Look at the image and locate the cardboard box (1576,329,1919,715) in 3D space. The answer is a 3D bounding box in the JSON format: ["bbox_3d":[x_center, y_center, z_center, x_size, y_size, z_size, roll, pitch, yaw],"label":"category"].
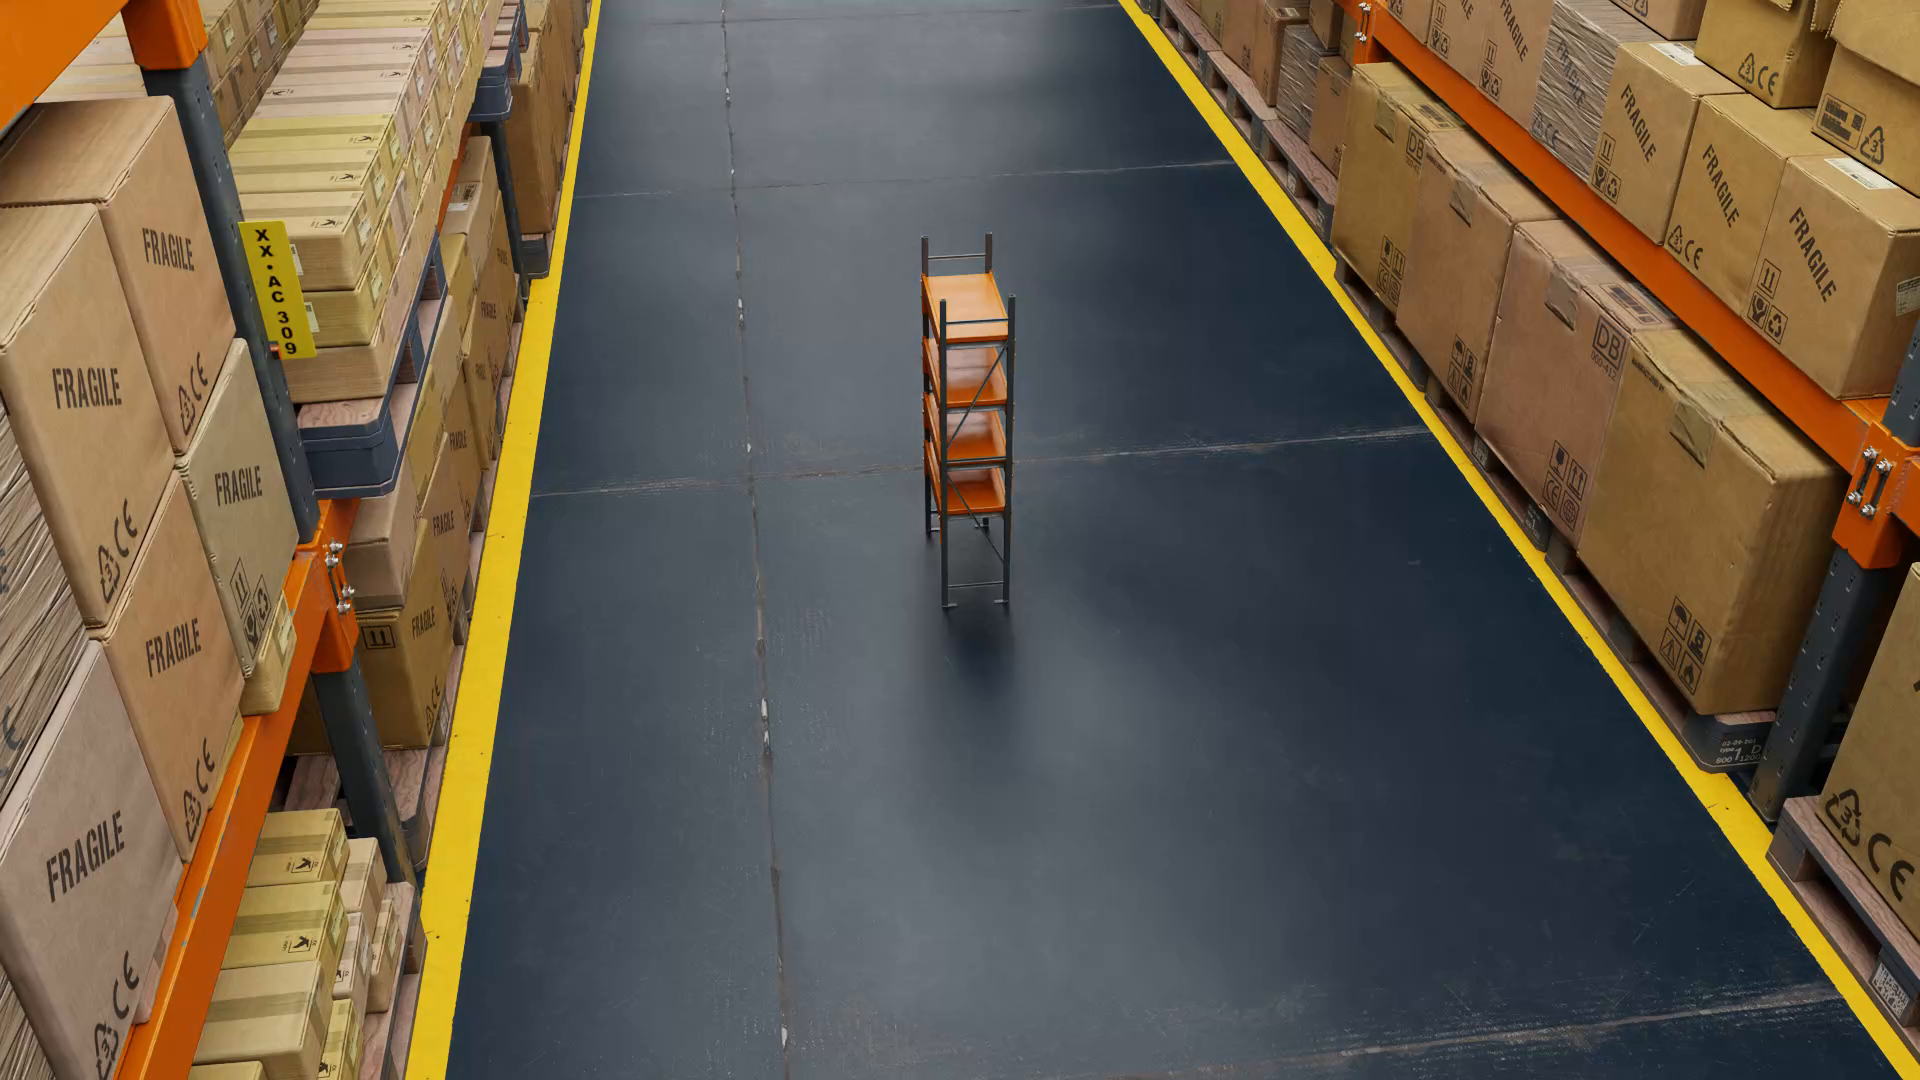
[{"bbox_3d":[2.803,-0.107,5.257,1.225,0.875,0.875,-4,35,-6],"label":"cardboard box"}]

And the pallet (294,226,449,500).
[{"bbox_3d":[-1.978,-0.494,4.482,1.003,0.211,1.213,-4,35,-6],"label":"pallet"}]

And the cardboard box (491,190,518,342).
[{"bbox_3d":[-2.210,-1.162,7.138,0.500,0.500,0.500,-5,35,-7],"label":"cardboard box"}]

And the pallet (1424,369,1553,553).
[{"bbox_3d":[2.563,-0.410,6.665,1.003,0.211,1.213,-4,35,-6],"label":"pallet"}]

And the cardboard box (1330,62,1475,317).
[{"bbox_3d":[2.443,-1.596,7.443,1.225,0.875,0.875,-6,35,-9],"label":"cardboard box"}]

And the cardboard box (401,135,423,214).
[{"bbox_3d":[-1.724,-1.017,4.665,0.380,0.149,0.250,-6,35,-8],"label":"cardboard box"}]

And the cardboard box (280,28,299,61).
[{"bbox_3d":[-2.587,-1.722,5.964,0.380,0.149,0.250,-3,34,-4],"label":"cardboard box"}]

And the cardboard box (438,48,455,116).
[{"bbox_3d":[-1.829,-1.456,5.309,0.380,0.149,0.250,-5,35,-7],"label":"cardboard box"}]

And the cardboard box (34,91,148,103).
[{"bbox_3d":[-2.372,-1.102,4.525,0.380,0.149,0.250,-4,35,-7],"label":"cardboard box"}]

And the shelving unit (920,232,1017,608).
[{"bbox_3d":[0.022,-0.403,5.777,0.258,1.200,0.503,-4,35,-6],"label":"shelving unit"}]

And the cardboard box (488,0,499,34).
[{"bbox_3d":[-2.004,-2.059,6.458,0.380,0.149,0.250,-4,35,-7],"label":"cardboard box"}]

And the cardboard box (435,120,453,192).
[{"bbox_3d":[-1.798,-1.189,5.181,0.380,0.149,0.250,-5,35,-7],"label":"cardboard box"}]

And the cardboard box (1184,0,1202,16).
[{"bbox_3d":[1.894,-3.724,10.880,0.700,0.500,0.500,-7,35,-10],"label":"cardboard box"}]

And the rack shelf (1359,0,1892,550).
[{"bbox_3d":[2.640,-1.274,6.095,1.077,0.370,4.000,-4,35,-6],"label":"rack shelf"}]

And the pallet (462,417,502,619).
[{"bbox_3d":[-2.293,-0.101,6.210,1.003,0.211,1.213,-4,35,-6],"label":"pallet"}]

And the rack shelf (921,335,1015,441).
[{"bbox_3d":[0.022,-0.533,5.688,0.258,0.148,0.480,-4,35,-6],"label":"rack shelf"}]

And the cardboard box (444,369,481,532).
[{"bbox_3d":[-2.013,-0.296,5.867,0.500,0.500,0.500,-4,34,-6],"label":"cardboard box"}]

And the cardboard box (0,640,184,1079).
[{"bbox_3d":[-1.540,0.516,2.477,0.500,0.500,0.500,-5,35,-7],"label":"cardboard box"}]

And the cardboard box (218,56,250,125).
[{"bbox_3d":[-2.477,-1.407,5.237,0.380,0.149,0.250,-3,34,-5],"label":"cardboard box"}]

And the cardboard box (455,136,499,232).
[{"bbox_3d":[-2.206,-1.457,6.905,0.500,0.250,0.500,-5,35,-8],"label":"cardboard box"}]

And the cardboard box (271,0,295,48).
[{"bbox_3d":[-2.579,-1.835,5.866,0.380,0.149,0.250,-4,35,-6],"label":"cardboard box"}]

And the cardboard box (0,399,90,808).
[{"bbox_3d":[-1.559,0.103,2.195,0.500,0.500,0.500,-4,34,-5],"label":"cardboard box"}]

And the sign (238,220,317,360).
[{"bbox_3d":[-1.483,-0.539,3.609,0.100,0.325,0.005,-4,35,-6],"label":"sign"}]

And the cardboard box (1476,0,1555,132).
[{"bbox_3d":[2.311,-1.864,6.233,0.500,0.500,0.500,-5,35,-7],"label":"cardboard box"}]

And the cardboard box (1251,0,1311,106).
[{"bbox_3d":[2.091,-2.833,9.573,0.700,0.500,0.500,-2,34,-2],"label":"cardboard box"}]

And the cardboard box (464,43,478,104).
[{"bbox_3d":[-1.901,-1.626,5.823,0.380,0.149,0.250,-6,35,-8],"label":"cardboard box"}]

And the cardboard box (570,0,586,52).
[{"bbox_3d":[-2.923,-3.505,10.354,1.050,0.750,0.750,-5,35,-7],"label":"cardboard box"}]

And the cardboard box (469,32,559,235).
[{"bbox_3d":[-2.550,-1.959,8.086,1.050,0.750,0.750,-5,35,-7],"label":"cardboard box"}]

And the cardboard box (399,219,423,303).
[{"bbox_3d":[-1.690,-0.755,4.544,0.380,0.149,0.250,-4,34,-6],"label":"cardboard box"}]

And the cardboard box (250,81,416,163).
[{"bbox_3d":[-1.723,-1.144,4.587,0.380,0.149,0.250,-5,35,-7],"label":"cardboard box"}]

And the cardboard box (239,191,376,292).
[{"bbox_3d":[-1.617,-0.706,3.945,0.380,0.149,0.250,-3,34,-4],"label":"cardboard box"}]

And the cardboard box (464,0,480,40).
[{"bbox_3d":[-1.931,-1.885,5.938,0.380,0.149,0.250,-4,35,-6],"label":"cardboard box"}]

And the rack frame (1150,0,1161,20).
[{"bbox_3d":[1.833,-4.920,10.806,1.000,3.000,0.127,-4,35,-6],"label":"rack frame"}]

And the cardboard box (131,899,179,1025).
[{"bbox_3d":[-1.553,0.693,2.792,0.380,0.149,0.250,-6,35,-8],"label":"cardboard box"}]

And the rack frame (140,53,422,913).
[{"bbox_3d":[-2.019,-0.136,3.786,1.000,3.000,0.127,-4,35,-6],"label":"rack frame"}]

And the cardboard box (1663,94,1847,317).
[{"bbox_3d":[2.516,-1.014,4.985,0.500,0.500,0.500,-3,34,-5],"label":"cardboard box"}]

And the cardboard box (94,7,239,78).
[{"bbox_3d":[-2.479,-1.539,5.166,0.380,0.149,0.250,-5,35,-7],"label":"cardboard box"}]

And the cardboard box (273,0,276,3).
[{"bbox_3d":[-2.585,-1.977,5.809,0.380,0.149,0.250,-6,35,-8],"label":"cardboard box"}]

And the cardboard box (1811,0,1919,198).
[{"bbox_3d":[2.815,-1.267,4.466,0.797,0.503,0.637,-5,35,-8],"label":"cardboard box"}]

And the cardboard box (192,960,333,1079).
[{"bbox_3d":[-1.599,1.079,3.633,0.380,0.149,0.250,-5,35,-7],"label":"cardboard box"}]

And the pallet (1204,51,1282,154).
[{"bbox_3d":[2.107,-2.651,9.952,1.003,0.211,1.213,-4,35,-6],"label":"pallet"}]

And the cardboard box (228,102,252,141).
[{"bbox_3d":[-2.483,-1.288,5.327,0.380,0.149,0.250,-5,35,-8],"label":"cardboard box"}]

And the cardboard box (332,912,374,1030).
[{"bbox_3d":[-1.613,1.047,3.944,0.380,0.149,0.250,-6,35,-9],"label":"cardboard box"}]

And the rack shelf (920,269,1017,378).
[{"bbox_3d":[0.022,-0.728,5.555,0.258,0.148,0.480,-4,35,-6],"label":"rack shelf"}]

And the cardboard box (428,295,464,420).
[{"bbox_3d":[-1.995,-0.601,5.649,0.500,0.250,0.500,-3,34,-5],"label":"cardboard box"}]

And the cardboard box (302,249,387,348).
[{"bbox_3d":[-1.617,-0.584,4.029,0.380,0.149,0.250,-4,34,-6],"label":"cardboard box"}]

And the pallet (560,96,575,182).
[{"bbox_3d":[-2.750,-2.341,9.498,1.003,0.211,1.213,-4,35,-6],"label":"pallet"}]

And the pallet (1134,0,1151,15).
[{"bbox_3d":[1.708,-4.140,12.137,1.003,0.211,1.213,-4,35,-6],"label":"pallet"}]

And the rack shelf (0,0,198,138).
[{"bbox_3d":[-1.750,0.038,1.506,1.077,0.370,4.000,-4,35,-6],"label":"rack shelf"}]

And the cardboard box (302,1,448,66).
[{"bbox_3d":[-1.831,-1.578,5.224,0.380,0.149,0.250,-3,34,-5],"label":"cardboard box"}]
